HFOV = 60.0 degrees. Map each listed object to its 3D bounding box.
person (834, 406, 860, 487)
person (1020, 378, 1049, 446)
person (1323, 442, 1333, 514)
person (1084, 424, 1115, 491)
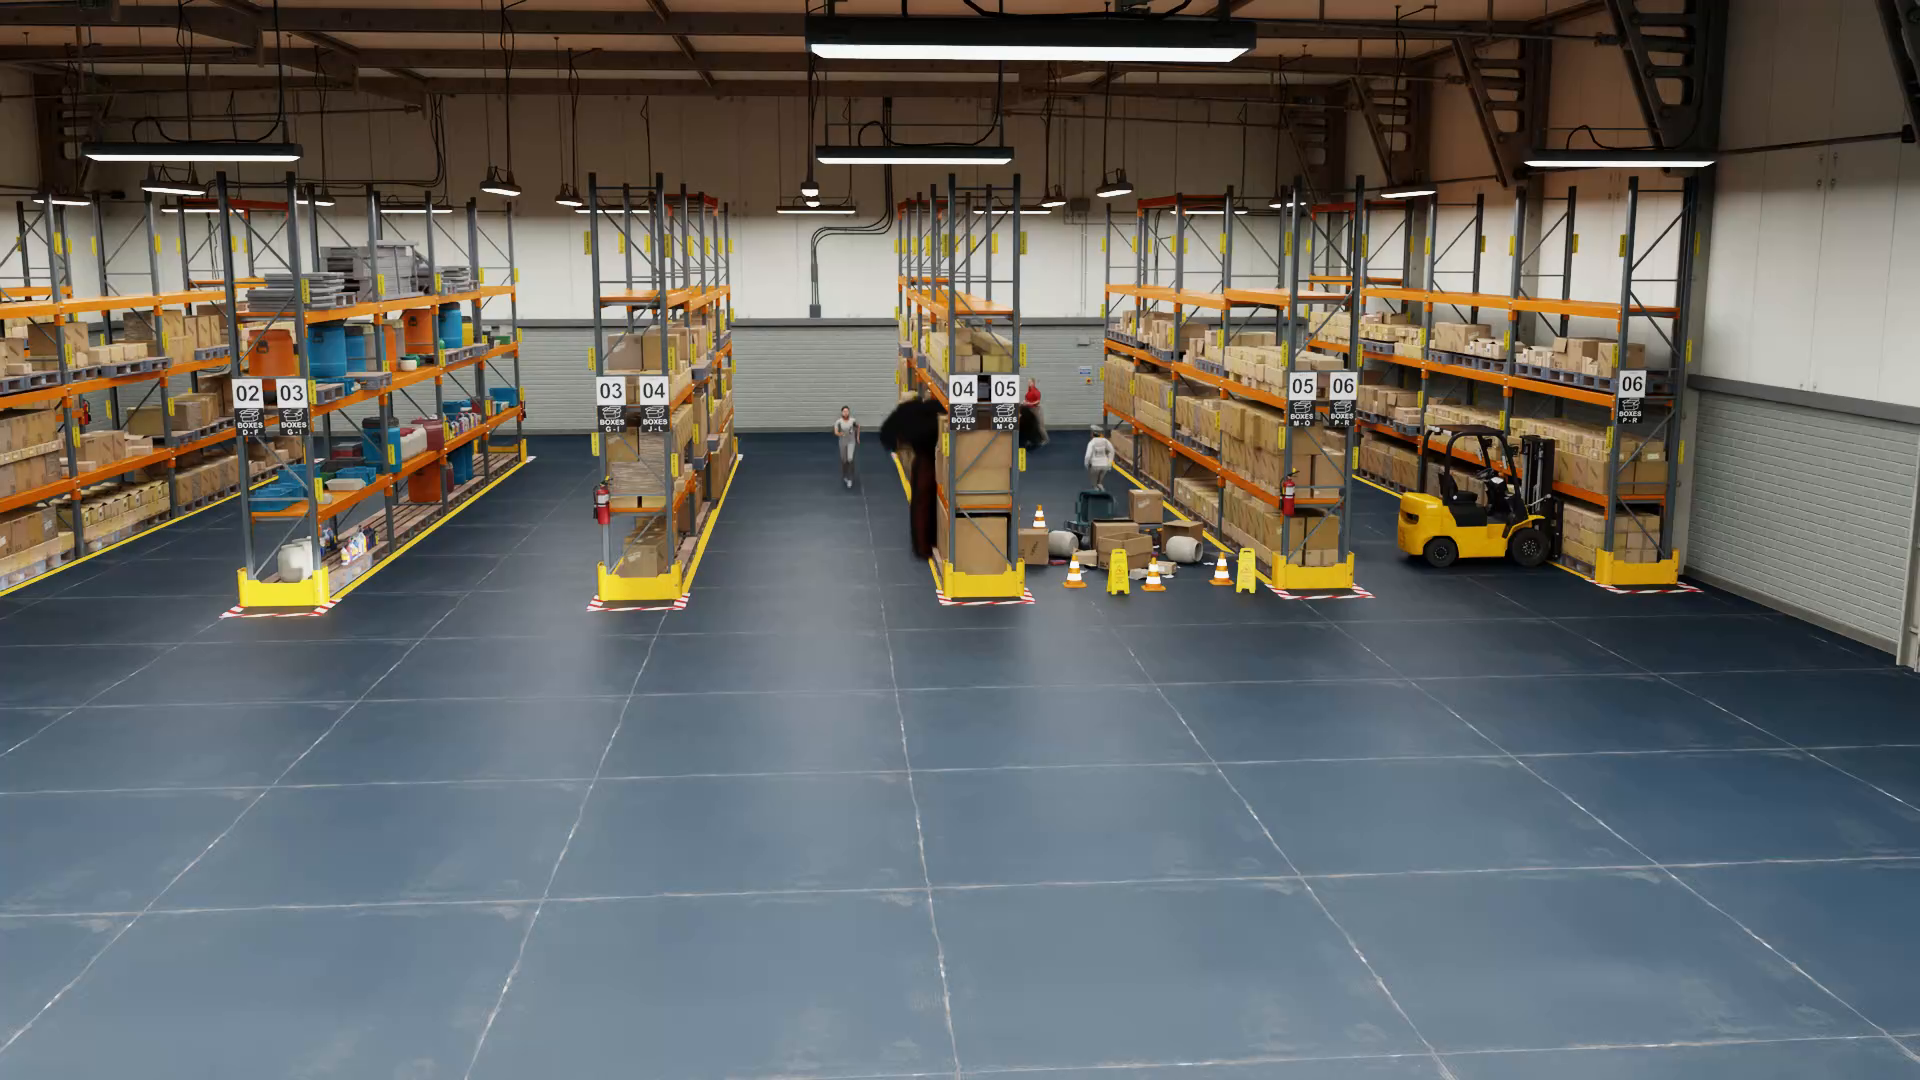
[{"bbox_3d":[-2.384,-1.977,35.108,0.524,1.712,0.819,0,10,1],"label":"person"},{"bbox_3d":[1.869,-3.219,42.134,0.838,1.750,0.580,-5,11,-27],"label":"person"},{"bbox_3d":[6.488,-0.970,29.774,0.530,1.531,0.880,-2,10,-10],"label":"person"},{"bbox_3d":[2.688,-1.385,31.880,0.676,1.643,0.530,-5,11,-25],"label":"person"}]
